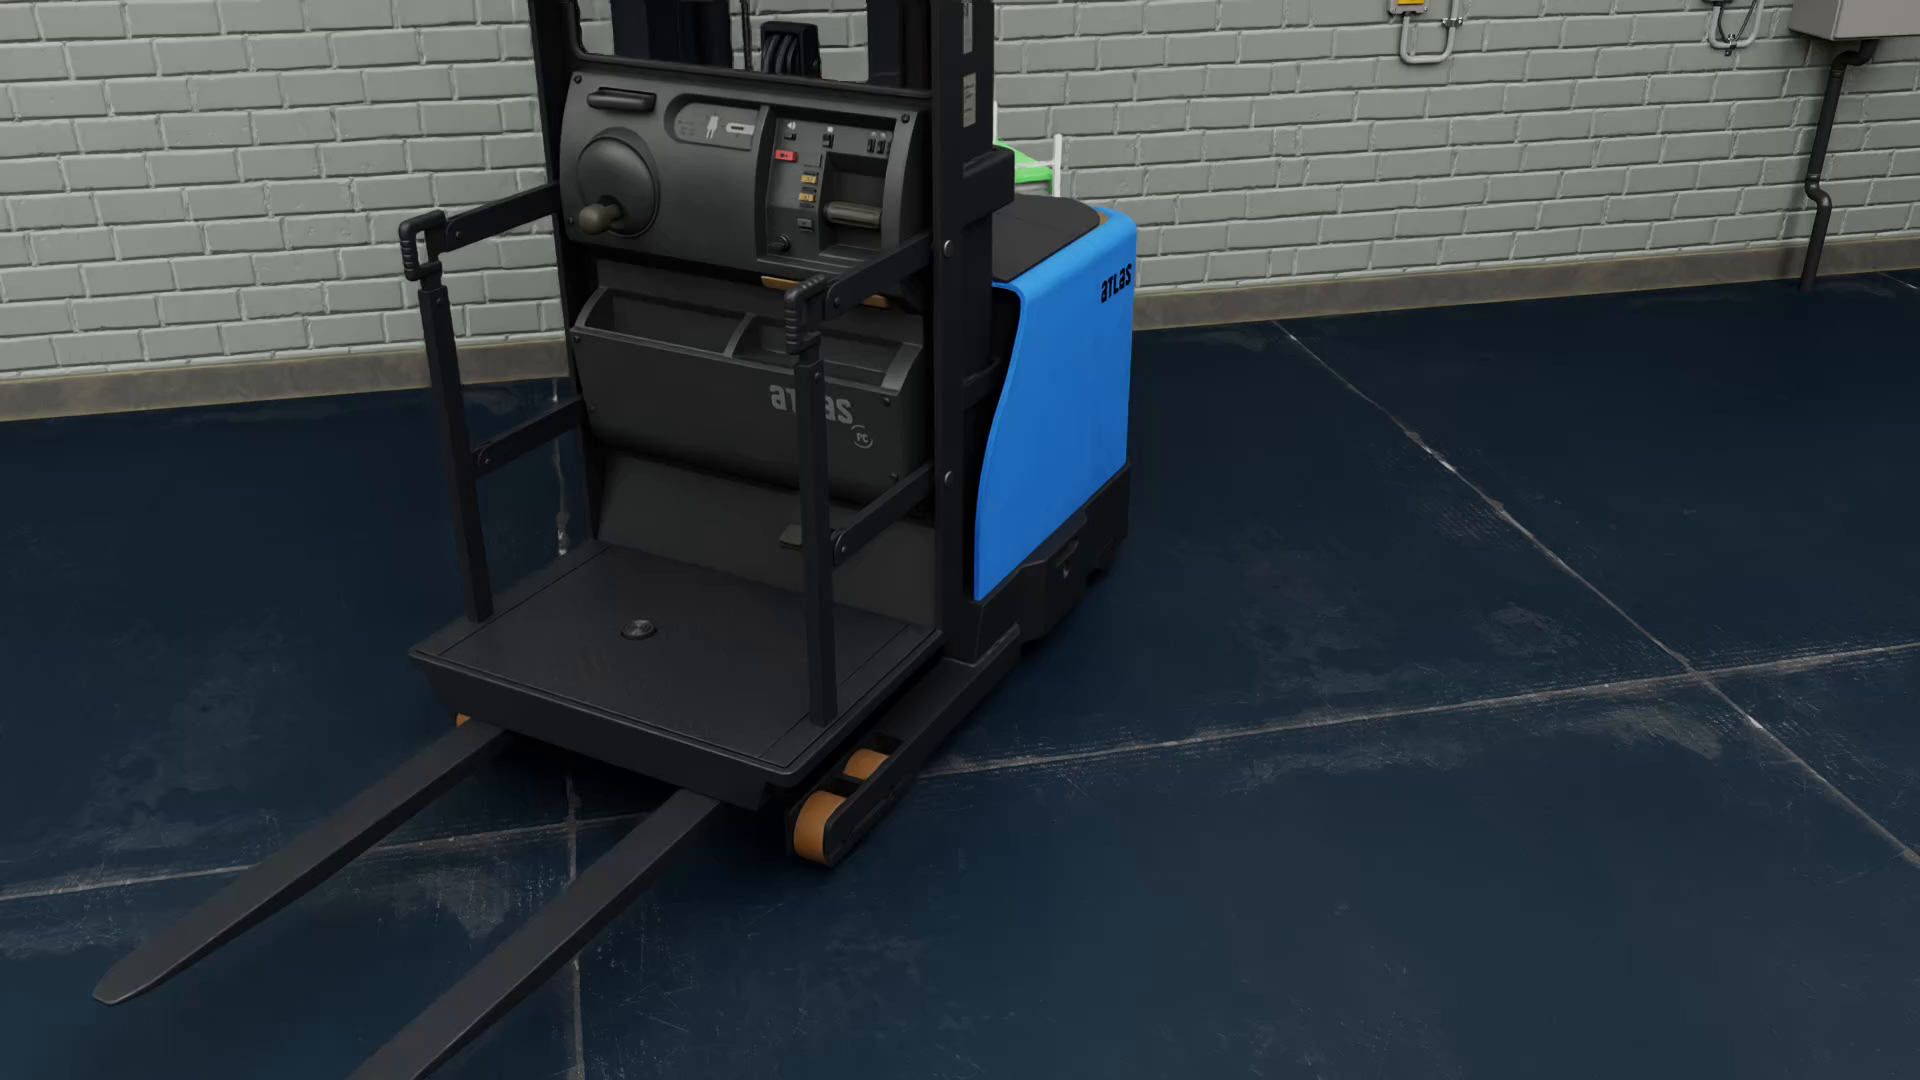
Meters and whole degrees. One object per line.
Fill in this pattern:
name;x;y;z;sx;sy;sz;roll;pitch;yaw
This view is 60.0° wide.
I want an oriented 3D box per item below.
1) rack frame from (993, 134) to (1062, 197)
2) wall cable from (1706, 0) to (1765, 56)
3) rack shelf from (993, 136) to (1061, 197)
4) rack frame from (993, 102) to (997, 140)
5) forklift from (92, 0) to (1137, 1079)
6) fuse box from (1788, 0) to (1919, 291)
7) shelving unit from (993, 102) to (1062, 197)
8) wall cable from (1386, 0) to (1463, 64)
rack frame;0.192;-0.666;5.238;0.240;1.200;0.015;-10;29;-20
wall cable;3.138;-2.911;6.561;0.588;1.984;0.122;-6;27;-12
rack shelf;0.100;-1.139;5.252;0.258;0.148;0.480;-10;29;-20
rack frame;0.007;-0.870;5.641;0.240;1.200;0.015;-10;29;-20
forklift;-0.614;-0.799;3.581;1.130;2.935;3.031;13;30;25
fuse box;3.838;-1.883;7.081;0.539;1.711;0.414;-6;27;-12
shelving unit;0.100;-0.768;5.440;0.258;1.200;0.503;-10;29;-20
wall cable;1.758;-2.776;6.259;0.585;1.953;0.123;-6;27;-12
